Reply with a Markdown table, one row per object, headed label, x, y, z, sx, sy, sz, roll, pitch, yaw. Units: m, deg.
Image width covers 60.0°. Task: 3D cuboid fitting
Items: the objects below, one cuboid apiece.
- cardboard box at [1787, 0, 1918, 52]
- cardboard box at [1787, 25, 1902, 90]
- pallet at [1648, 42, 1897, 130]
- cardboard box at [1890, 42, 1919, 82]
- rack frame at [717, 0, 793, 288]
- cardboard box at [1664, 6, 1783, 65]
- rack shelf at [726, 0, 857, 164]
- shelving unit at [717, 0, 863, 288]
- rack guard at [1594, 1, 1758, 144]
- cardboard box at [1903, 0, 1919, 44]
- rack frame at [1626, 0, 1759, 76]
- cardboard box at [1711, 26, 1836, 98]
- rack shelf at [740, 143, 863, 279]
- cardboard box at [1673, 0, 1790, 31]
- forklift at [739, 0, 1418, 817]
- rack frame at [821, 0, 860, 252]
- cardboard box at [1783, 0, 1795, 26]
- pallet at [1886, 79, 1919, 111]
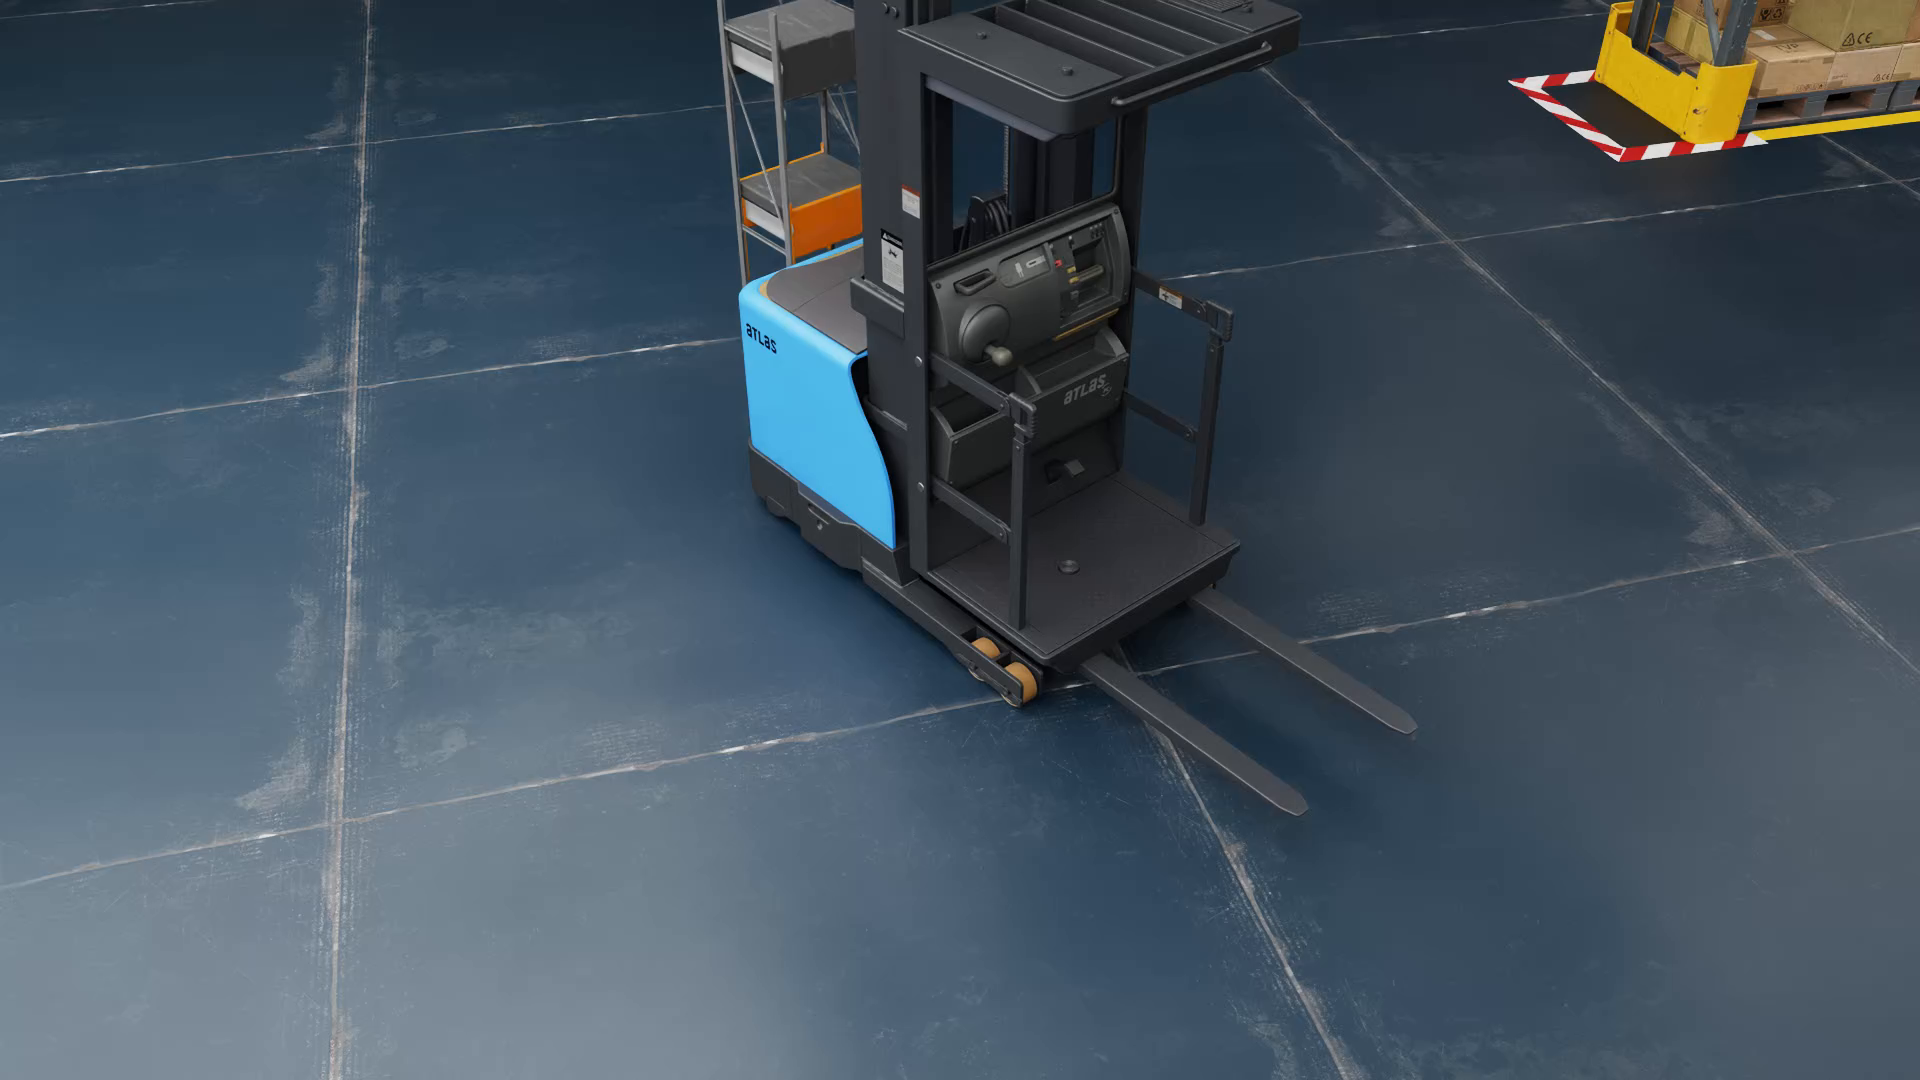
| label | x | y | z | sx | sy | sz | roll | pitch | yaw |
| --- | --- | --- | --- | --- | --- | --- | --- | --- | --- |
| cardboard box | 5.724 | -3.469 | 10.616 | 0.500 | 0.500 | 0.500 | -9 | 38 | -12 |
| cardboard box | 5.724 | -3.172 | 10.845 | 0.500 | 0.250 | 0.500 | -9 | 38 | -12 |
| pallet | 5.394 | -3.099 | 11.128 | 1.213 | 0.211 | 1.003 | -9 | 38 | -12 |
| cardboard box | 6.207 | -3.251 | 10.948 | 0.500 | 0.250 | 0.500 | -9 | 38 | -12 |
| rack frame | -0.848 | -1.299 | 7.220 | 0.015 | 2.100 | 0.400 | -28 | 45 | -31 |
| cardboard box | 5.107 | -3.394 | 11.136 | 0.500 | 0.250 | 0.500 | -9 | 38 | -12 |
| rack shelf | -0.664 | -1.941 | 6.930 | 0.480 | 0.518 | 0.431 | -28 | 45 | -31 |
| shelving unit | -0.664 | -1.396 | 7.347 | 0.503 | 2.100 | 0.431 | -28 | 45 | -31 |
| rack guard | 4.643 | -3.065 | 10.845 | 0.348 | 0.500 | 1.175 | -9 | 38 | -12 |
| cardboard box | 6.204 | -3.555 | 10.729 | 0.500 | 0.500 | 0.500 | -9 | 38 | -12 |
| rack frame | 4.666 | -4.061 | 10.090 | 0.127 | 3.000 | 1.000 | -9 | 38 | -12 |
| cardboard box | 5.242 | -3.090 | 10.739 | 0.500 | 0.250 | 0.500 | -9 | 38 | -12 |
| rack shelf | -0.664 | -1.385 | 7.355 | 0.480 | 0.518 | 0.431 | -28 | 45 | -31 |
| cardboard box | 5.107 | -3.693 | 10.910 | 0.500 | 0.500 | 0.500 | -9 | 38 | -12 |
| forklift | 0.413 | -0.874 | 5.981 | 1.130 | 2.935 | 3.031 | -28 | 45 | -31 |
| rack frame | -0.479 | -1.493 | 7.473 | 0.015 | 2.100 | 0.400 | -28 | 45 | -31 |
| cardboard box | 5.587 | -3.480 | 11.248 | 0.500 | 0.250 | 0.500 | -9 | 38 | -12 |
| pallet | 6.569 | -3.291 | 11.378 | 1.213 | 0.211 | 1.003 | -9 | 38 | -12 |
